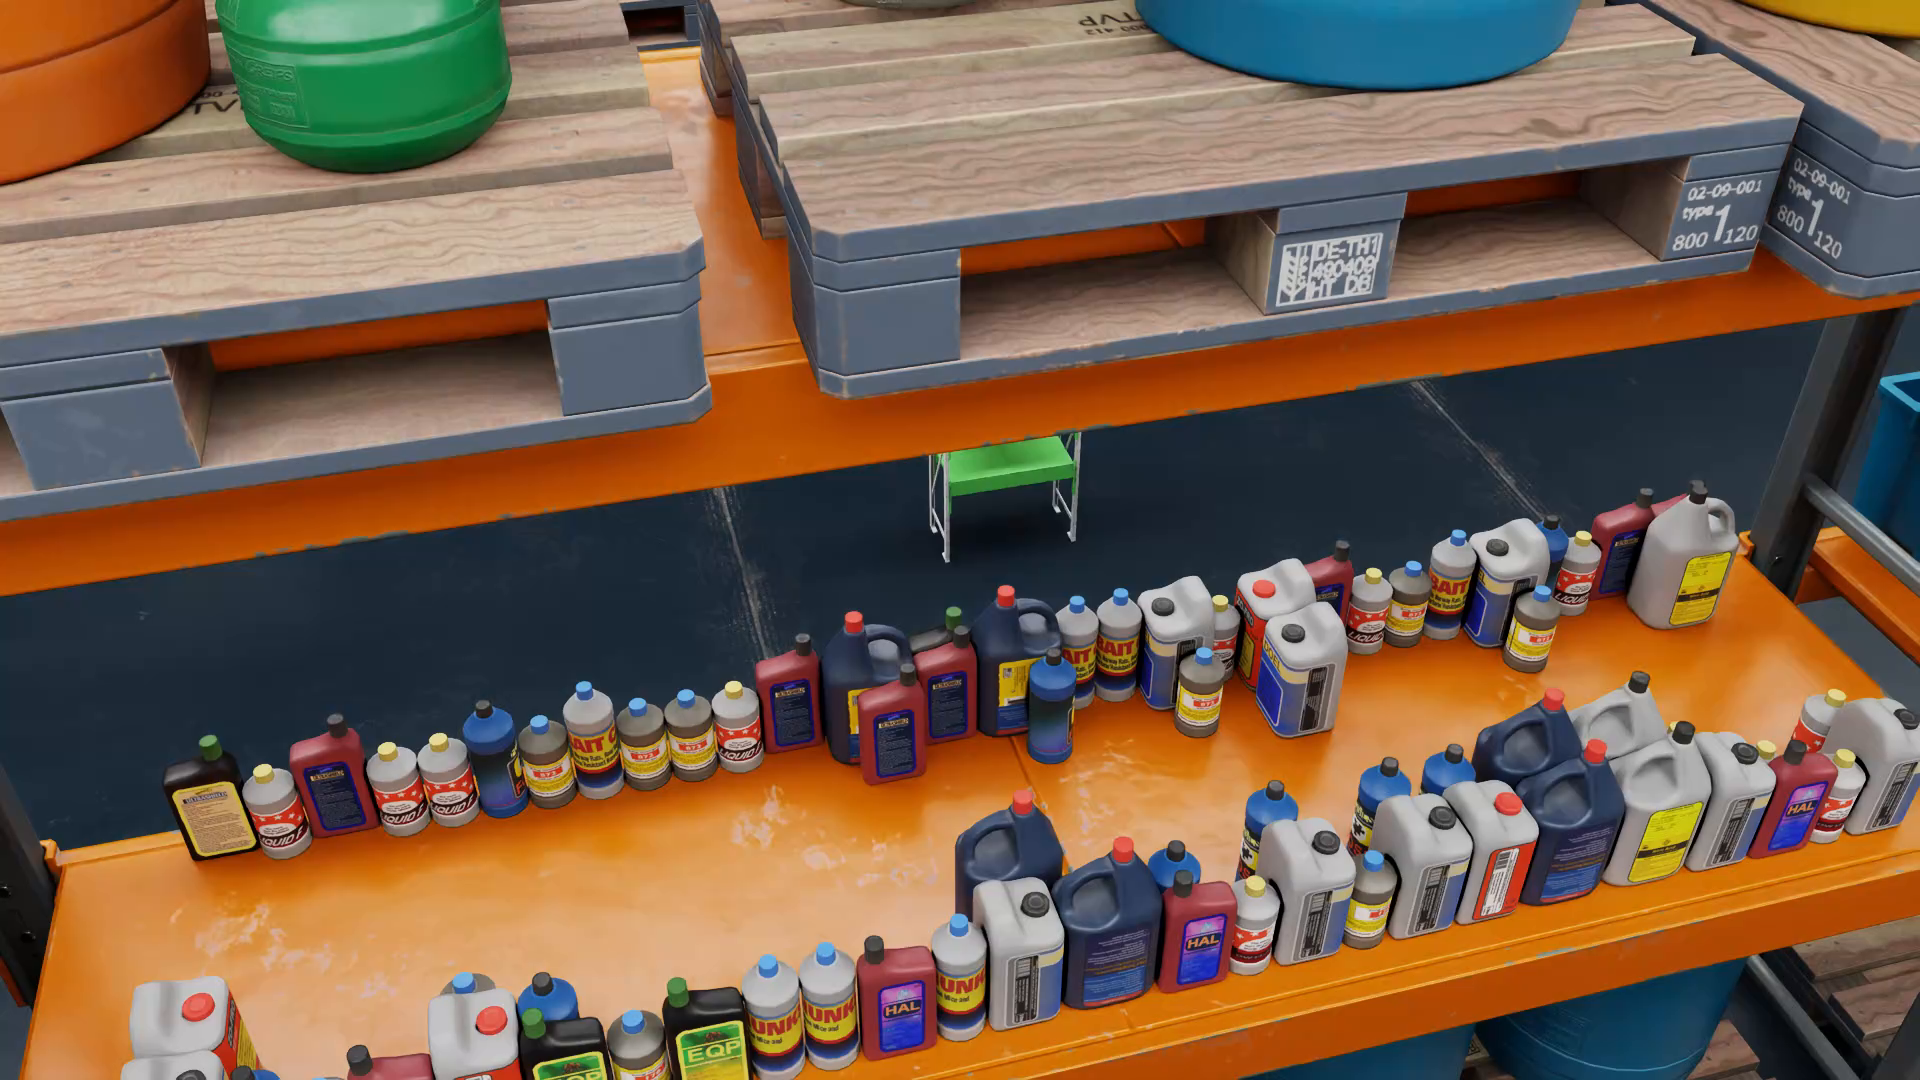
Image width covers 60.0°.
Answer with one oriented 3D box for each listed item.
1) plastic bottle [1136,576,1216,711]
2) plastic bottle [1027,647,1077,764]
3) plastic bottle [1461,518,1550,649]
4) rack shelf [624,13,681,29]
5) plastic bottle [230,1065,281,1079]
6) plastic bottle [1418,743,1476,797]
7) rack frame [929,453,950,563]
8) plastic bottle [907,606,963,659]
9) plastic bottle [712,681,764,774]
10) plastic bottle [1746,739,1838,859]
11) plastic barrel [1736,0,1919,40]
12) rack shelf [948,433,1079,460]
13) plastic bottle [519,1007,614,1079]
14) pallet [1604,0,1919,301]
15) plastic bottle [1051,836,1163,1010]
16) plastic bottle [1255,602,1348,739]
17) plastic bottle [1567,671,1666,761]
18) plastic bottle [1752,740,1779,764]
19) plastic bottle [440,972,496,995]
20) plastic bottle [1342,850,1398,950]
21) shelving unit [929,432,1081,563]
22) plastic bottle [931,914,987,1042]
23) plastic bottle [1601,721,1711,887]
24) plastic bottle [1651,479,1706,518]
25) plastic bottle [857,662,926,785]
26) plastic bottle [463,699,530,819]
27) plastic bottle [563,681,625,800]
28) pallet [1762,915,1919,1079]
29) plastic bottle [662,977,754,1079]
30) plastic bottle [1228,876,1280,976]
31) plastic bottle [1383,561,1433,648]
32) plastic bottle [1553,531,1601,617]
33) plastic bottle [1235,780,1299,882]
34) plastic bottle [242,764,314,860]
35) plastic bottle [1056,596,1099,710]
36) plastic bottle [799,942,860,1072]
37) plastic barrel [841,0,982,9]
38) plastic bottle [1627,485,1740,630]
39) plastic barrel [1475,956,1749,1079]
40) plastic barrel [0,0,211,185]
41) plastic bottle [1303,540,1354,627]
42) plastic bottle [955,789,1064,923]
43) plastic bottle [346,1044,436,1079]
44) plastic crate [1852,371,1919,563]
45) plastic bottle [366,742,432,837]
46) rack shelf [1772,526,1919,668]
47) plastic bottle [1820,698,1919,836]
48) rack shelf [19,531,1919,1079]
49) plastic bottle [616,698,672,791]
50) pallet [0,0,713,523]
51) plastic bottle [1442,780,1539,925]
[{"bbox_3d":[0.460,0.215,3.602,0.135,0.276,0.152,-9,38,-12],"label":"plastic bottle"},{"bbox_3d":[0.190,0.335,3.450,0.097,0.271,0.097,0,37,0],"label":"plastic bottle"},{"bbox_3d":[1.224,0.090,3.766,0.135,0.276,0.152,-9,38,-12],"label":"plastic bottle"},{"bbox_3d":[-1.095,-2.171,7.211,4.000,0.370,1.077,-9,38,-12],"label":"rack shelf"},{"bbox_3d":[-1.117,0.936,2.663,0.097,0.271,0.097,0,37,0],"label":"plastic bottle"},{"bbox_3d":[0.938,0.503,3.229,0.097,0.271,0.097,0,37,0],"label":"plastic bottle"},{"bbox_3d":[-0.076,-0.464,5.869,0.015,1.200,0.240,-9,38,-12],"label":"rack frame"},{"bbox_3d":[-0.048,0.267,3.529,0.133,0.283,0.061,-9,38,-12],"label":"plastic bottle"},{"bbox_3d":[-0.462,0.379,3.450,0.097,0.201,0.097,0,37,0],"label":"plastic bottle"},{"bbox_3d":[1.616,0.494,3.231,0.133,0.283,0.061,-9,38,-12],"label":"plastic bottle"},{"bbox_3d":[1.296,-1.037,2.167,0.600,0.588,0.600,0,37,0],"label":"plastic barrel"},{"bbox_3d":[0.160,-0.452,5.959,0.480,0.148,0.258,-9,38,-12],"label":"rack shelf"},{"bbox_3d":[-0.648,0.866,2.745,0.133,0.283,0.061,-9,38,-12],"label":"plastic bottle"},{"bbox_3d":[1.393,-0.802,2.517,1.003,0.211,1.213,-9,38,-12],"label":"pallet"},{"bbox_3d":[0.258,0.664,2.954,0.185,0.351,0.144,-9,38,-12],"label":"plastic bottle"},{"bbox_3d":[0.723,0.268,3.533,0.135,0.276,0.152,-9,38,-12],"label":"plastic bottle"},{"bbox_3d":[1.284,0.405,3.292,0.185,0.351,0.144,-9,38,-12],"label":"plastic bottle"},{"bbox_3d":[1.578,0.483,3.313,0.097,0.201,0.097,0,37,0],"label":"plastic bottle"},{"bbox_3d":[-0.840,0.823,2.869,0.097,0.201,0.097,0,37,0],"label":"plastic bottle"},{"bbox_3d":[0.753,0.657,3.086,0.097,0.201,0.097,0,37,0],"label":"plastic bottle"},{"bbox_3d":[0.160,-0.503,5.920,0.503,1.200,0.258,-9,38,-12],"label":"shelving unit"},{"bbox_3d":[-0.002,0.753,2.903,0.097,0.271,0.097,0,37,0],"label":"plastic bottle"},{"bbox_3d":[1.322,0.490,3.182,0.185,0.351,0.144,-9,38,-12],"label":"plastic bottle"},{"bbox_3d":[1.659,-0.013,3.895,0.133,0.283,0.061,-9,38,-12],"label":"plastic bottle"},{"bbox_3d":[-0.139,0.372,3.390,0.133,0.283,0.061,-9,38,-12],"label":"plastic bottle"},{"bbox_3d":[-0.932,0.428,3.328,0.097,0.271,0.097,0,37,0],"label":"plastic bottle"},{"bbox_3d":[-0.744,0.397,3.368,0.097,0.271,0.097,0,37,0],"label":"plastic bottle"},{"bbox_3d":[2.824,1.101,4.637,1.213,0.211,1.003,-9,38,-12],"label":"pallet"},{"bbox_3d":[-0.425,0.829,2.793,0.133,0.283,0.061,-9,38,-12],"label":"plastic bottle"},{"bbox_3d":[0.530,0.694,3.038,0.097,0.201,0.097,0,37,0],"label":"plastic bottle"},{"bbox_3d":[1.011,0.137,3.766,0.097,0.201,0.097,0,37,0],"label":"plastic bottle"},{"bbox_3d":[1.423,0.069,3.854,0.097,0.201,0.097,0,37,0],"label":"plastic bottle"},{"bbox_3d":[0.584,0.561,3.153,0.097,0.271,0.097,0,37,0],"label":"plastic bottle"},{"bbox_3d":[-1.342,0.523,3.261,0.097,0.201,0.097,0,37,0],"label":"plastic bottle"},{"bbox_3d":[0.247,0.235,3.580,0.097,0.271,0.097,0,37,0],"label":"plastic bottle"},{"bbox_3d":[-0.224,0.790,2.855,0.097,0.271,0.097,0,37,0],"label":"plastic bottle"},{"bbox_3d":[-0.065,-1.015,2.182,0.433,0.535,0.433,0,37,0],"label":"plastic barrel"},{"bbox_3d":[1.661,0.024,3.790,0.185,0.351,0.144,-9,38,-12],"label":"plastic bottle"},{"bbox_3d":[1.594,0.875,4.018,0.708,0.901,0.600,-9,38,-12],"label":"plastic barrel"},{"bbox_3d":[-1.189,-0.851,1.725,0.708,0.830,0.600,-9,38,-12],"label":"plastic barrel"},{"bbox_3d":[0.801,0.127,3.711,0.133,0.283,0.061,-9,38,-12],"label":"plastic bottle"},{"bbox_3d":[0.089,0.596,3.042,0.185,0.351,0.144,-9,38,-12],"label":"plastic bottle"},{"bbox_3d":[-0.906,0.908,2.690,0.133,0.283,0.061,-9,38,-12],"label":"plastic bottle"},{"bbox_3d":[2.486,-0.159,3.953,0.575,0.384,0.392,-9,38,-12],"label":"plastic crate"},{"bbox_3d":[-1.119,0.487,3.309,0.097,0.201,0.097,0,37,0],"label":"plastic bottle"},{"bbox_3d":[4.055,0.101,4.241,4.000,0.370,1.077,-9,38,-12],"label":"rack shelf"},{"bbox_3d":[1.828,0.434,3.316,0.135,0.276,0.152,-9,38,-12],"label":"plastic bottle"},{"bbox_3d":[0.193,0.735,3.412,4.000,0.370,1.077,-9,38,-12],"label":"rack shelf"},{"bbox_3d":[-0.650,0.410,3.409,0.097,0.201,0.097,0,37,0],"label":"plastic bottle"},{"bbox_3d":[-0.974,-0.414,2.009,1.213,0.211,1.003,-9,38,-12],"label":"pallet"},{"bbox_3d":[0.988,0.572,3.136,0.135,0.276,0.152,-9,38,-12],"label":"plastic bottle"}]
